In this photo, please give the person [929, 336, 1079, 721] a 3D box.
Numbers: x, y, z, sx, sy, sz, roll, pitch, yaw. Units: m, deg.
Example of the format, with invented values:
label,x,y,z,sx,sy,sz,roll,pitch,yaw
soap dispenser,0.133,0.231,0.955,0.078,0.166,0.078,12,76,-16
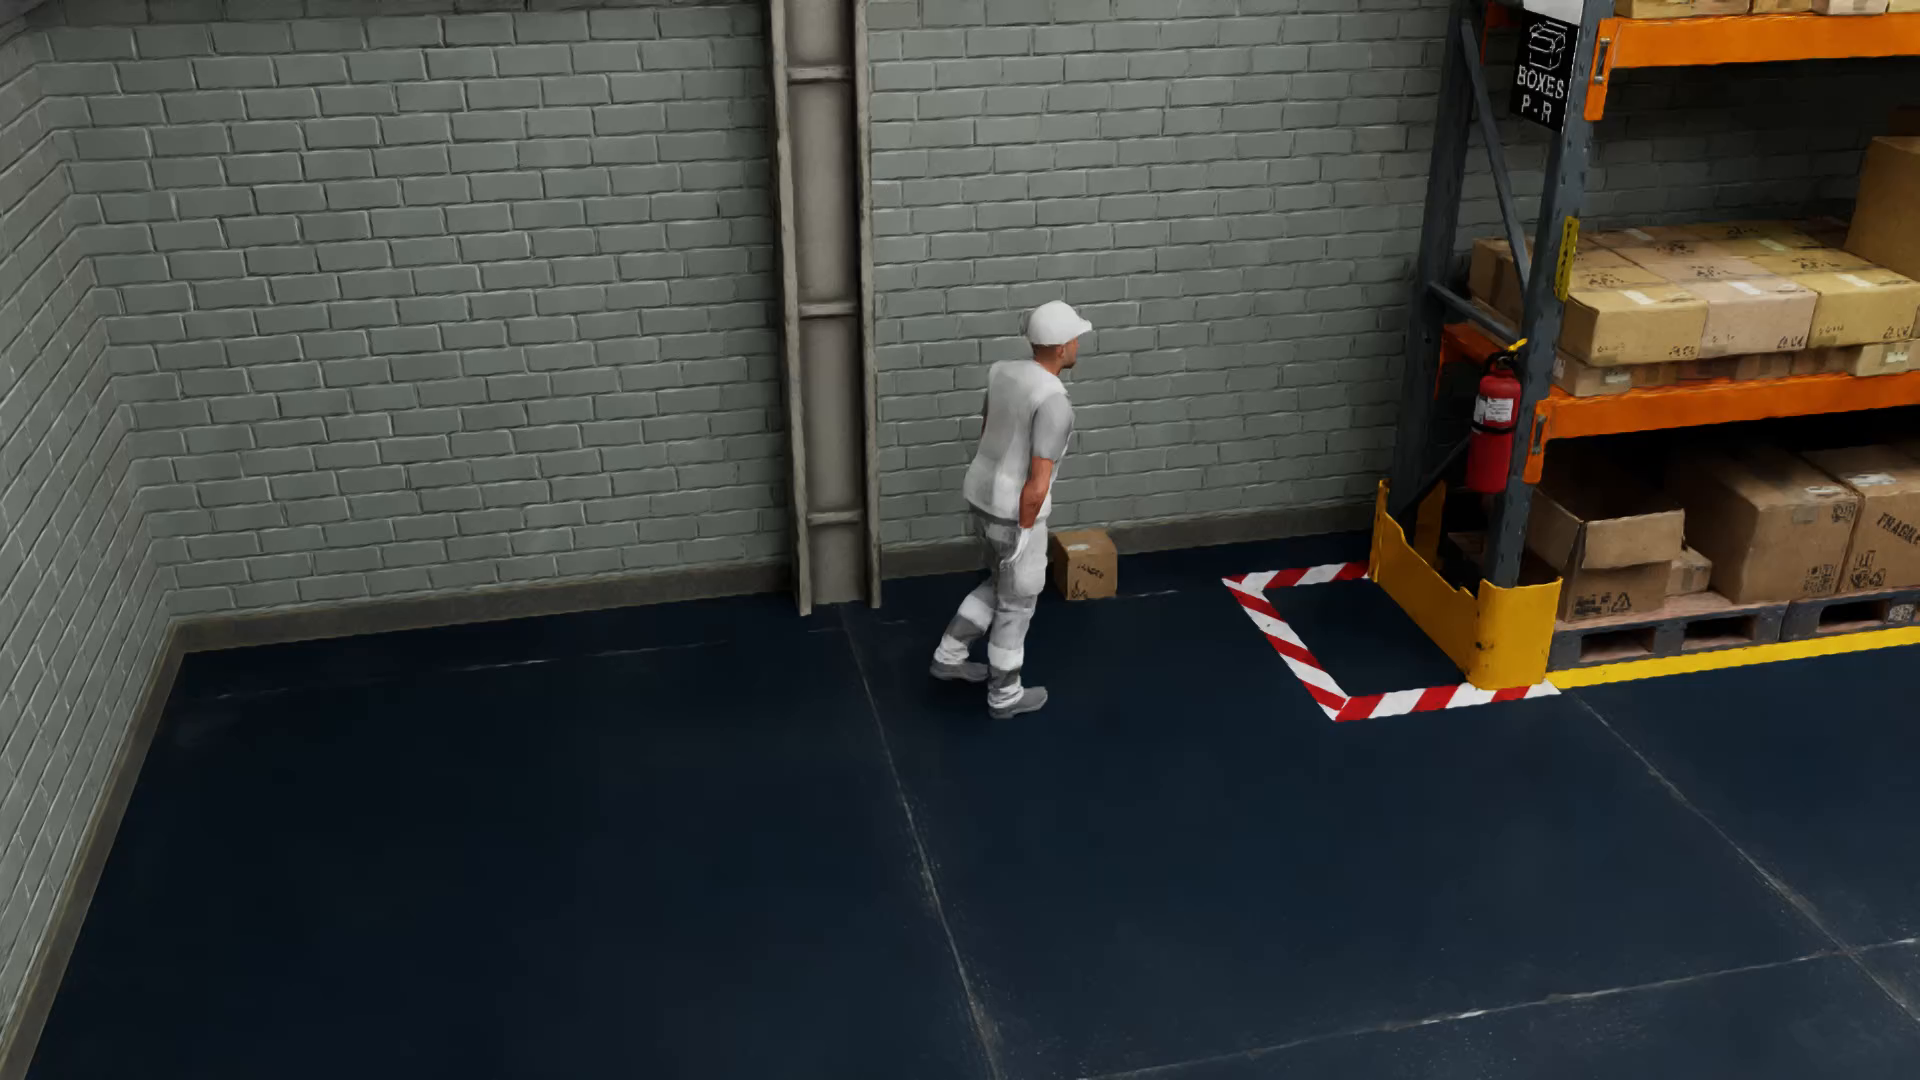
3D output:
label,x,y,z,sx,sy,sz,roll,pitch,yaw
person,0.199,-0.079,6.818,0.630,1.714,0.535,-15,30,-27
